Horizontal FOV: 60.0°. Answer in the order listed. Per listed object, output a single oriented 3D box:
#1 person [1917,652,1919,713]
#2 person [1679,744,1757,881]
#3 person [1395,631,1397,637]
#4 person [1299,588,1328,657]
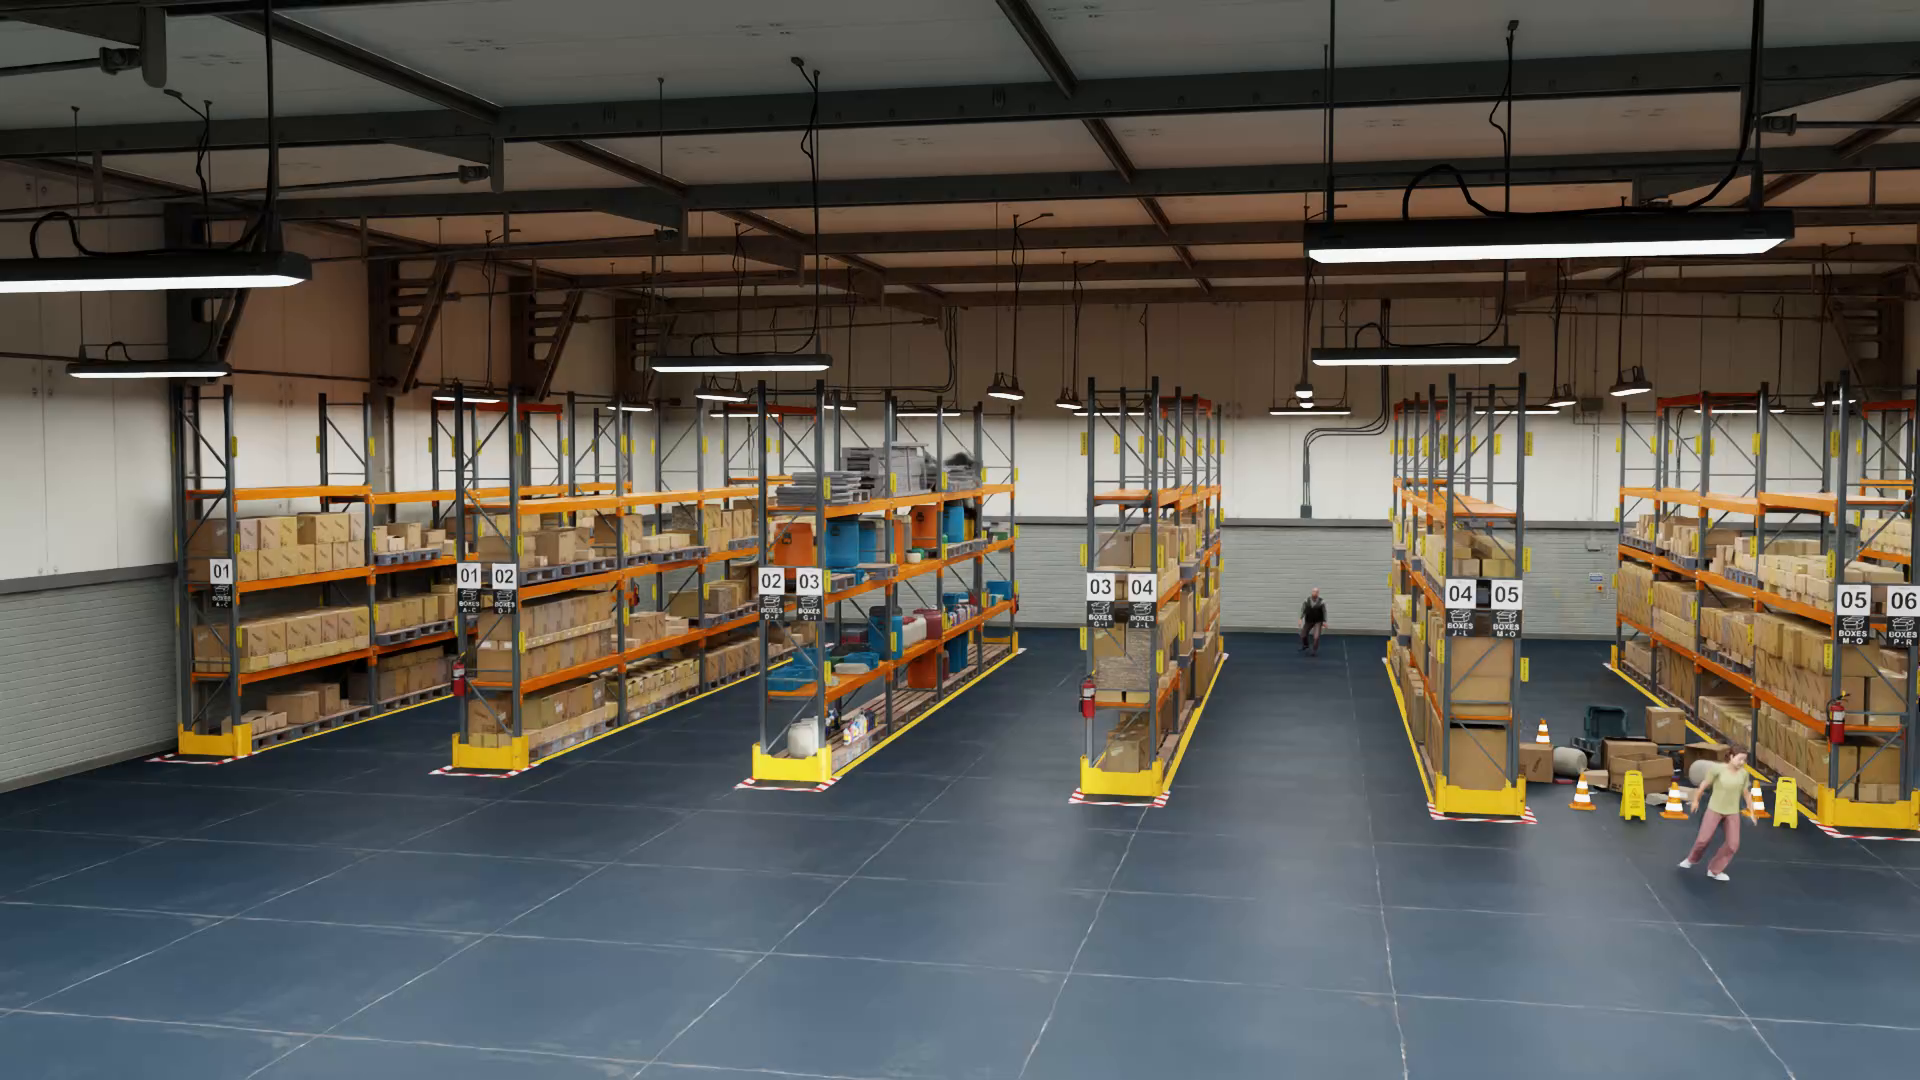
[{"bbox_3d":[16.348,2.677,28.136,0.543,1.496,0.737,0,3,-5],"label":"person"},{"bbox_3d":[8.762,3.120,19.220,0.737,1.594,0.606,0,3,3],"label":"person"},{"bbox_3d":[10.694,1.938,39.605,0.752,1.824,0.698,-1,3,-13],"label":"person"},{"bbox_3d":[8.443,1.948,39.753,0.763,1.663,0.658,1,4,25],"label":"person"}]
